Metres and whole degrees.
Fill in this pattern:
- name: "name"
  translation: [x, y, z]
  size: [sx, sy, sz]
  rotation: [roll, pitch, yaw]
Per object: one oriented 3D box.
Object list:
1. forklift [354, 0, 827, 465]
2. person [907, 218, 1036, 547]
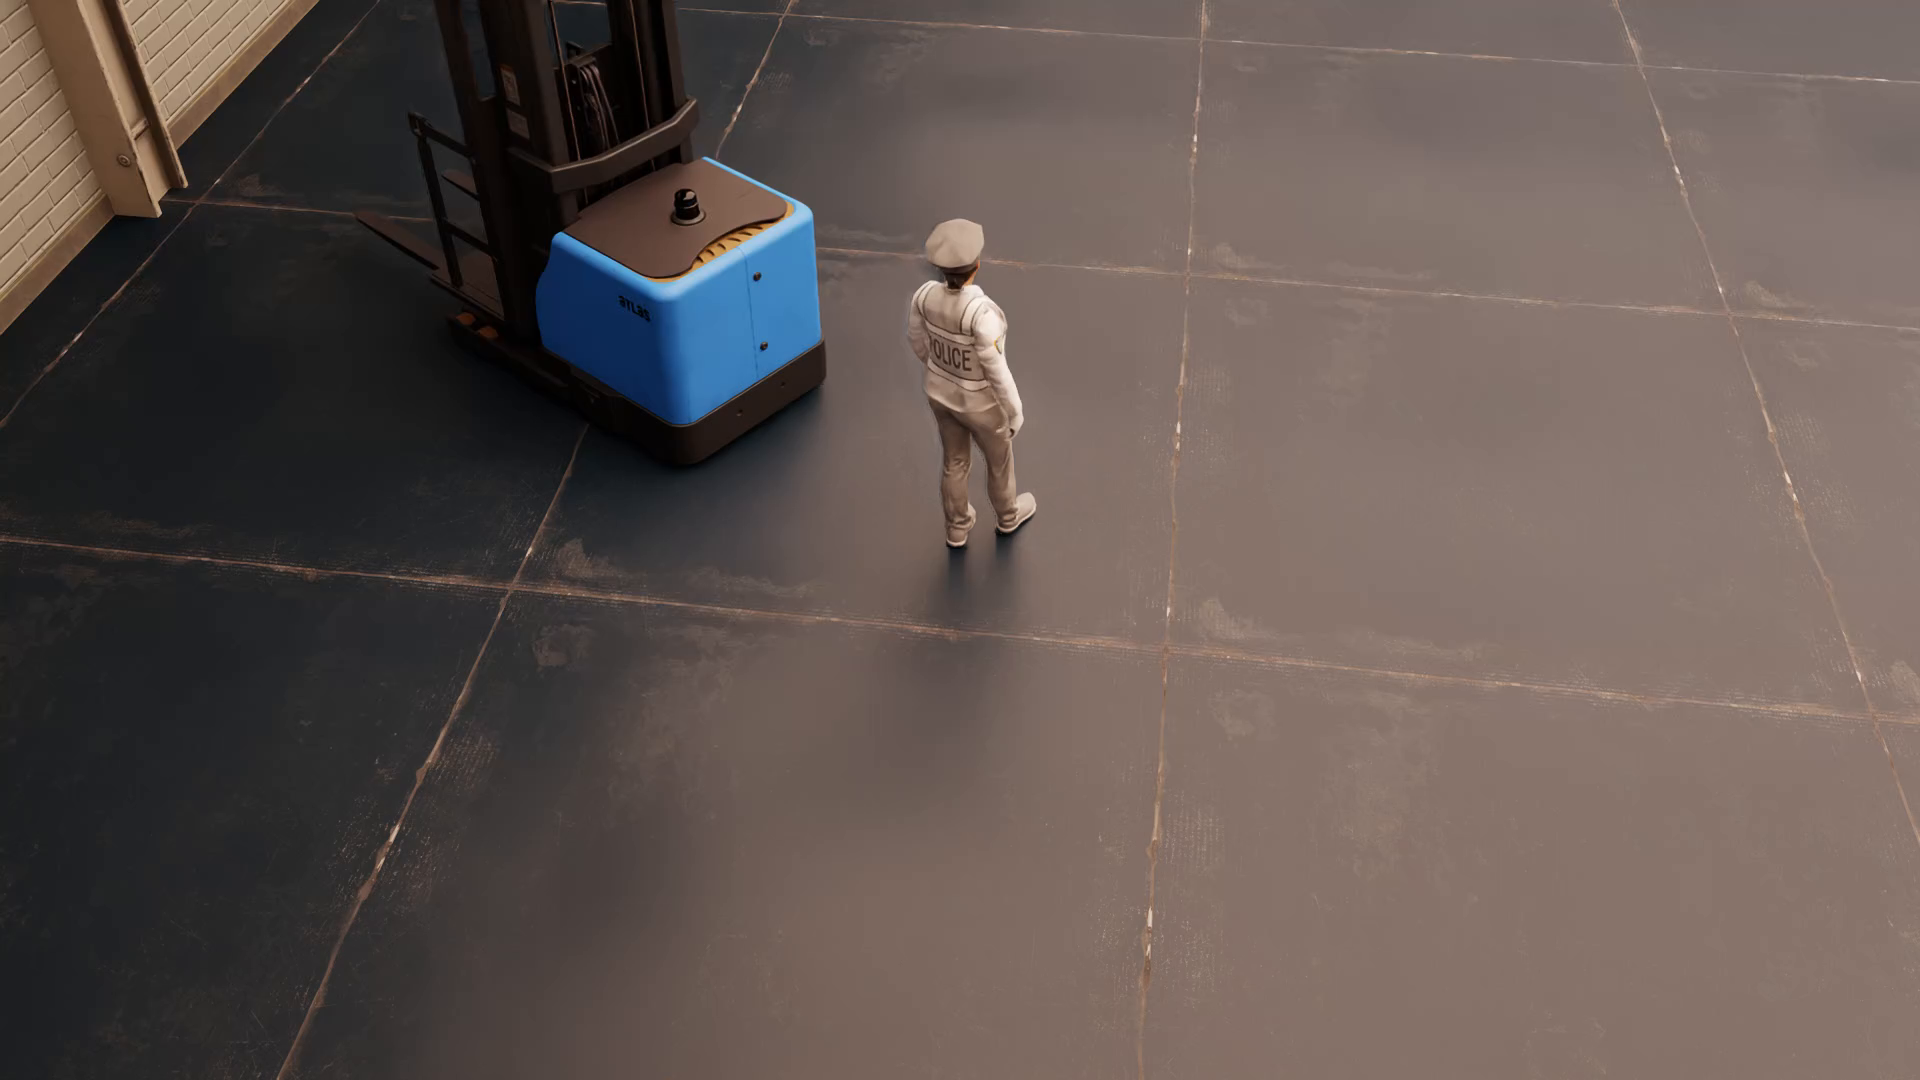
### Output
- name: "forklift"
  translation: [-2.144, -2.305, 8.233]
  size: [3.031, 2.935, 1.130]
  rotation: [30, 51, 29]
- name: "person"
  translation: [0.084, -0.710, 7.423]
  size: [0.614, 1.681, 0.556]
  rotation: [28, 49, 27]
